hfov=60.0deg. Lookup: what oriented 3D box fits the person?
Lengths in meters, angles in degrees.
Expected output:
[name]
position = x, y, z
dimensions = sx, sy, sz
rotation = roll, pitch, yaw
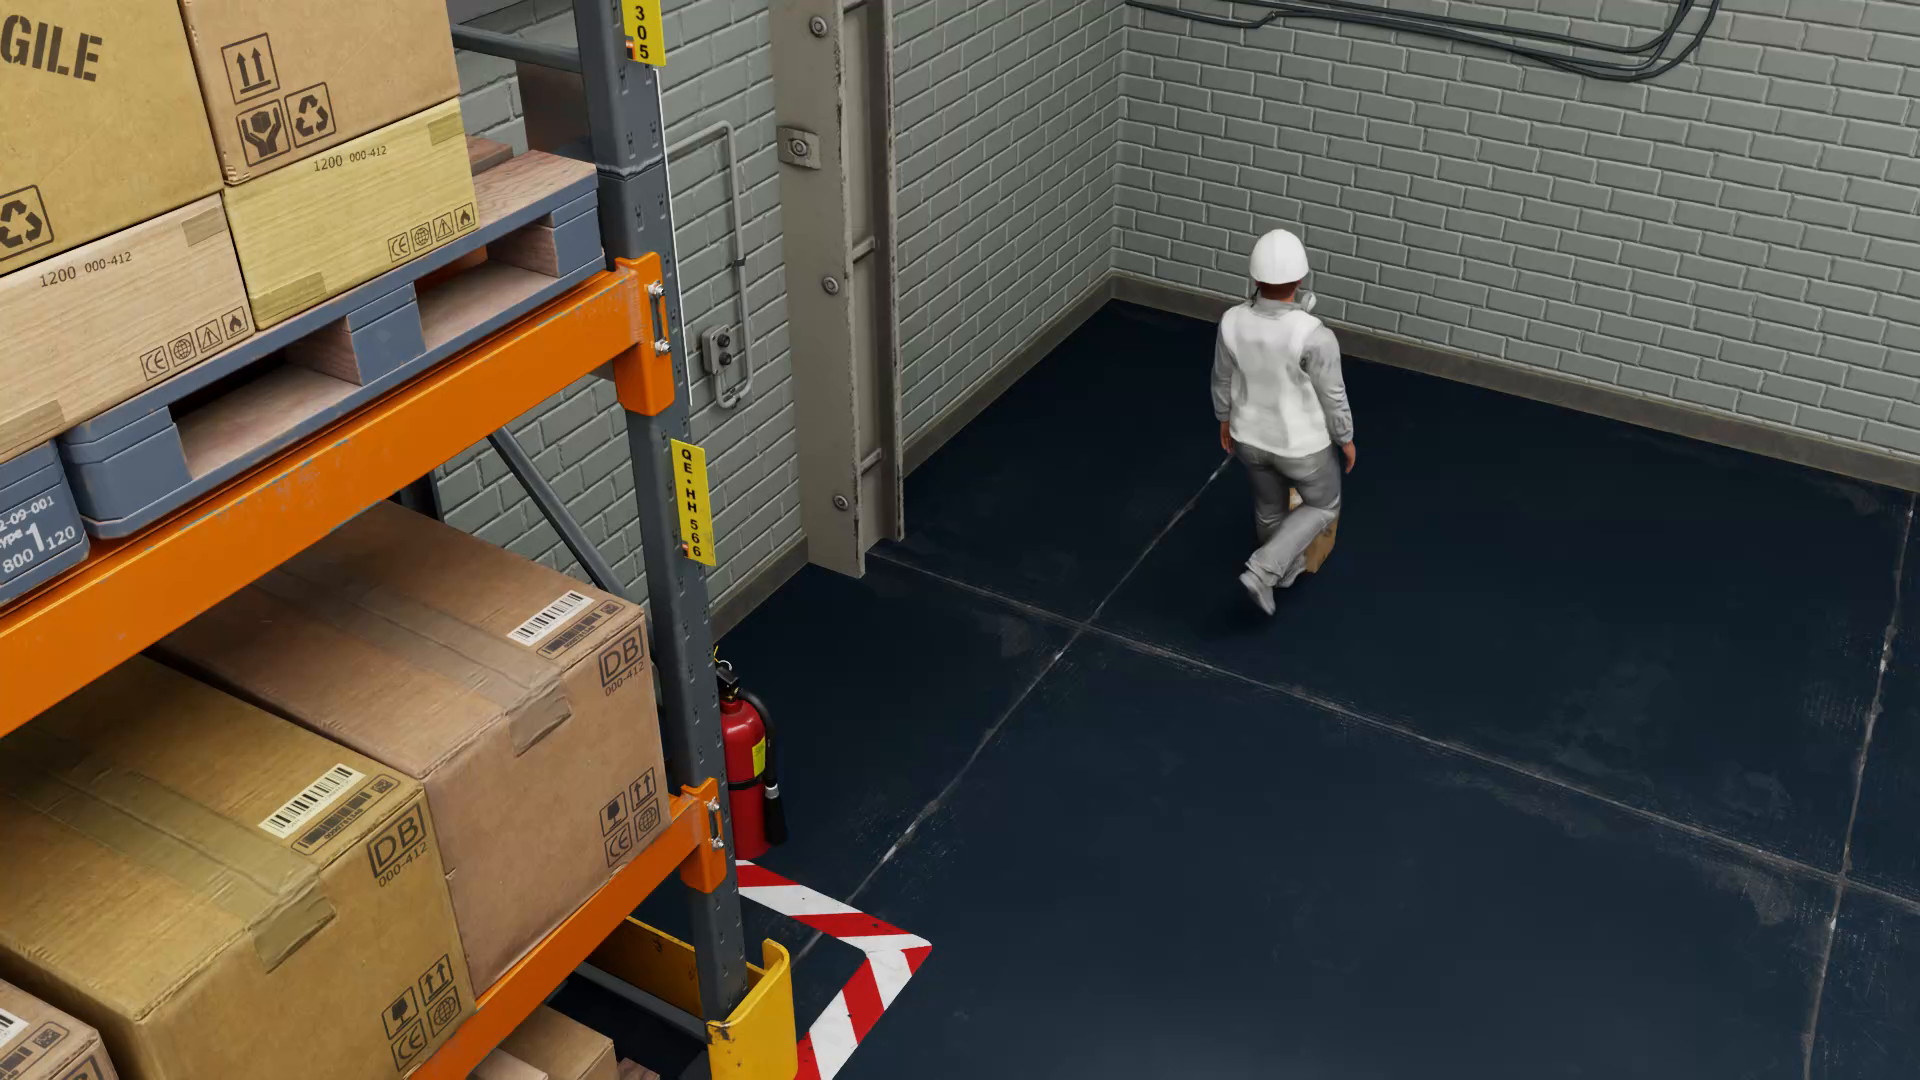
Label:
[person]
position = 1.363, -0.481, 6.839
dimensions = 0.609, 1.748, 0.735
rotation = 24, 41, 31
